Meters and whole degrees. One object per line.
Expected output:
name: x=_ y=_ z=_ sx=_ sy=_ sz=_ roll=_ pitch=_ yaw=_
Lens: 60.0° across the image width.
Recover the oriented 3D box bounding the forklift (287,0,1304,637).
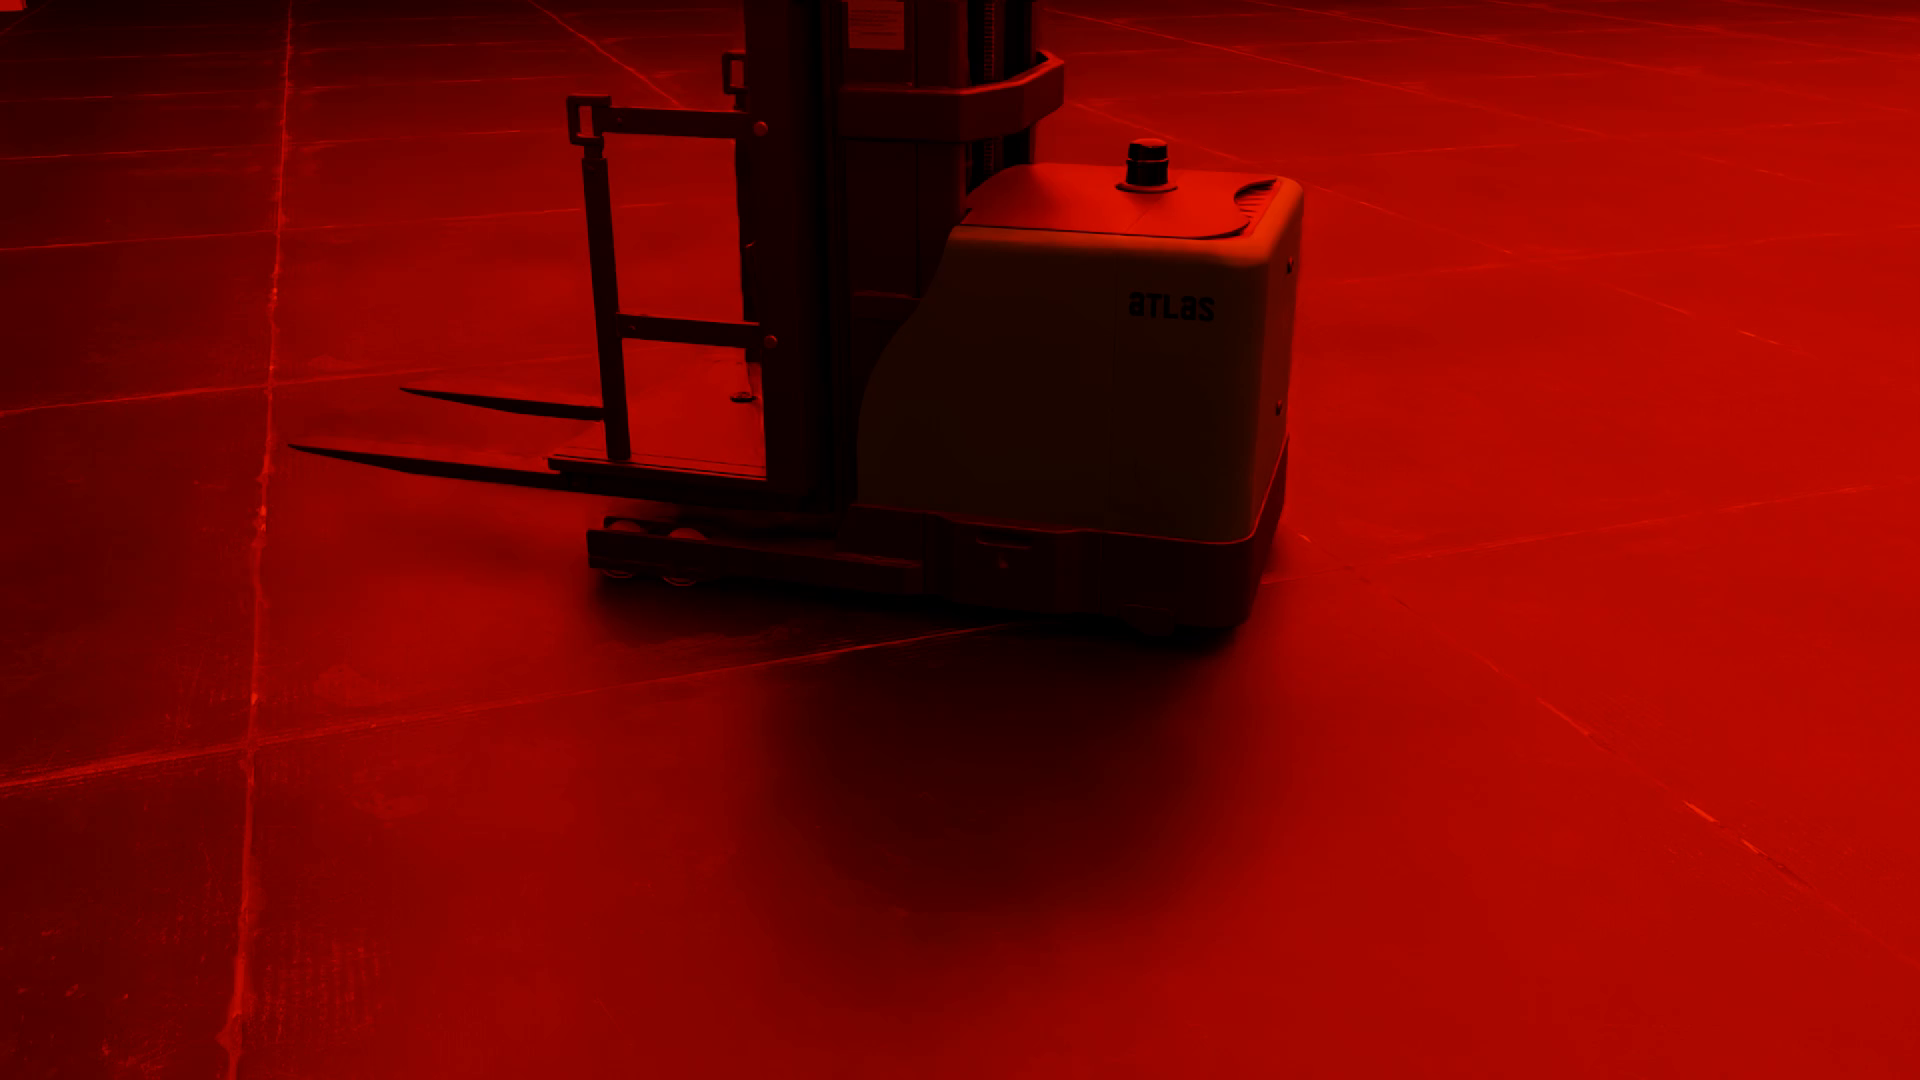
forklift: x=-0.569 y=-1.405 z=4.639 sx=3.031 sy=2.935 sz=1.130 roll=6 pitch=24 yaw=15
